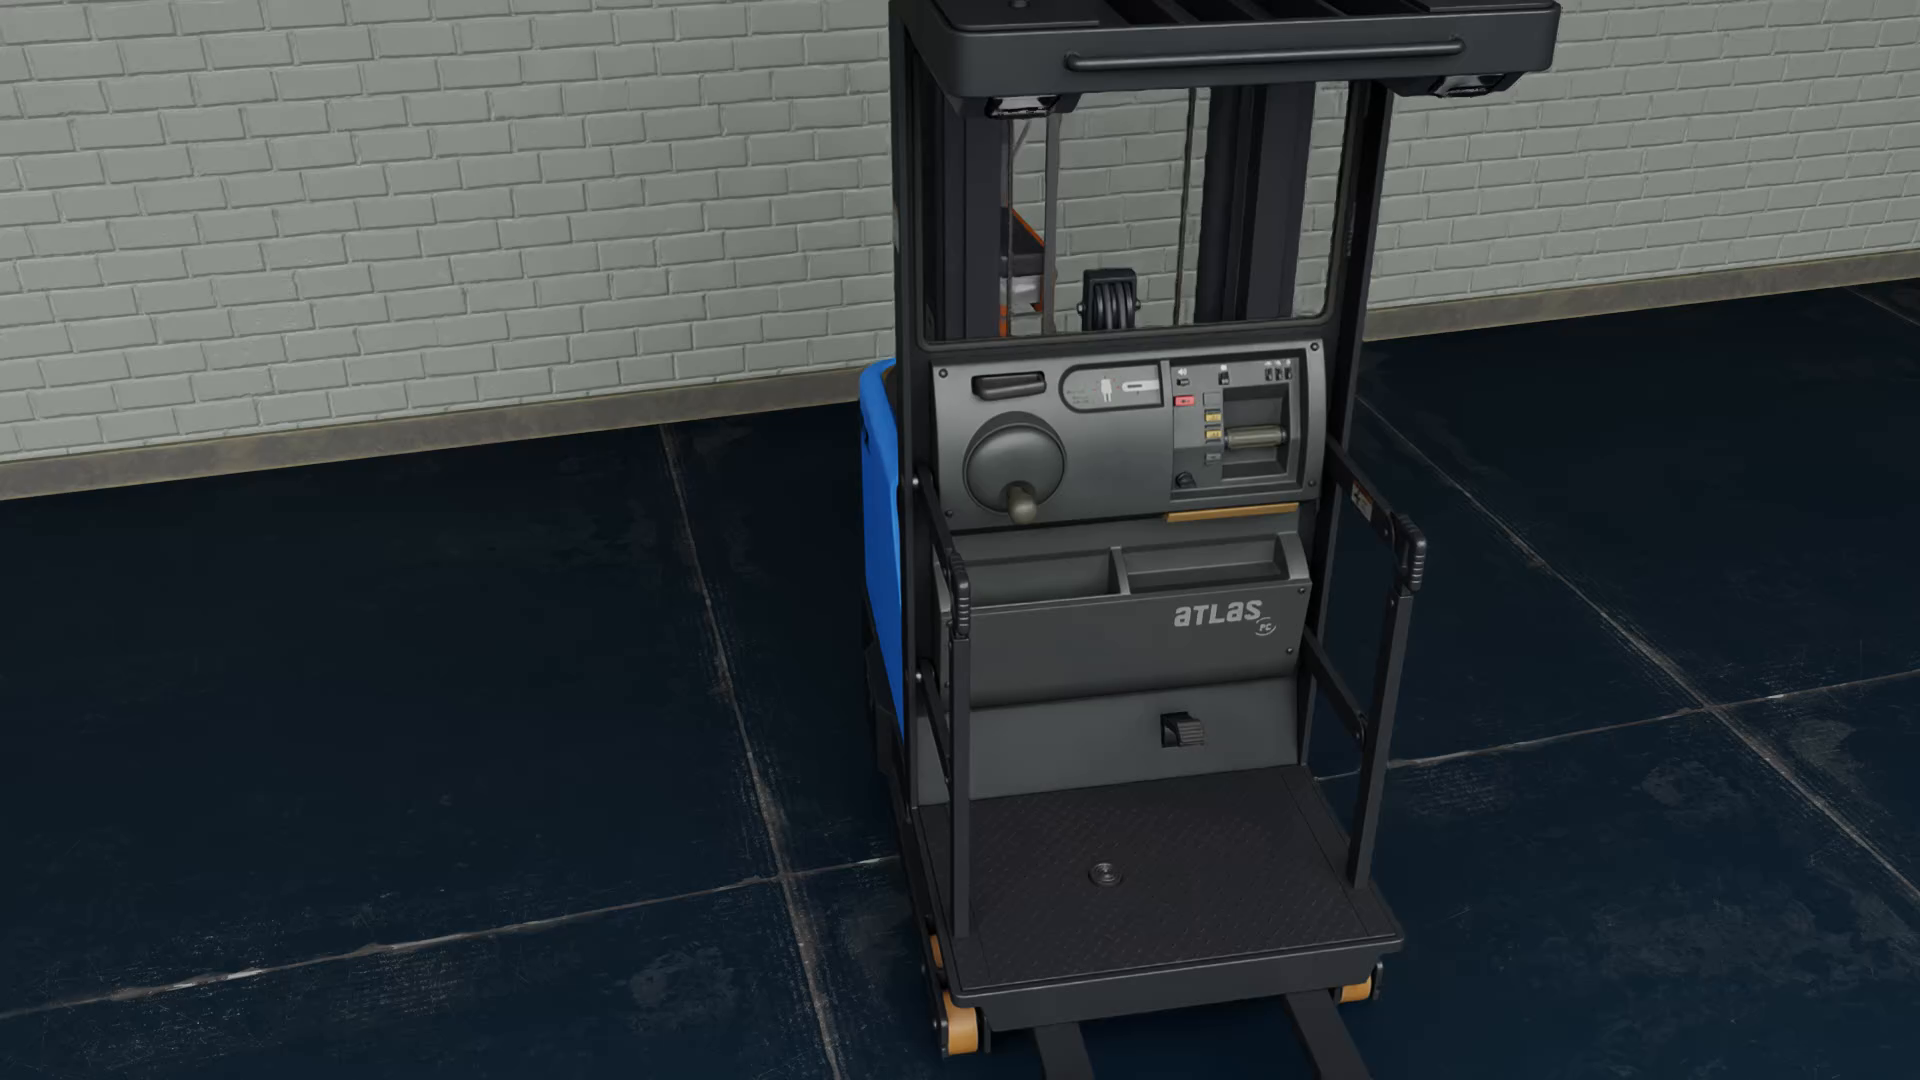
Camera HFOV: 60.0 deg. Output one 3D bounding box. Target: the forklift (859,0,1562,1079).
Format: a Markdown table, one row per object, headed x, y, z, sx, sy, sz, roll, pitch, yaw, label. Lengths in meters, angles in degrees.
| x | y | z | sx | sy | sz | roll | pitch | yaw | label |
| --- | --- | --- | --- | --- | --- | --- | --- | --- | --- |
| 0.439 | -0.207 | 3.682 | 1.130 | 2.935 | 3.031 | -5 | 30 | -9 | forklift |

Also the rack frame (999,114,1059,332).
| x | y | z | sx | sy | sz | roll | pitch | yaw | label |
| --- | --- | --- | --- | --- | --- | --- | --- | --- | --- |
| 0.109 | -0.711 | 5.382 | 0.400 | 2.100 | 0.015 | -8 | 31 | -13 | rack frame |

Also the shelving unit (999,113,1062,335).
| x | y | z | sx | sy | sz | roll | pitch | yaw | label |
| --- | --- | --- | --- | --- | --- | --- | --- | --- | --- |
| 0.044 | -0.829 | 5.586 | 0.431 | 2.100 | 0.503 | -8 | 31 | -13 | shelving unit |

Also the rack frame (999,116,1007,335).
| x | y | z | sx | sy | sz | roll | pitch | yaw | label |
| --- | --- | --- | --- | --- | --- | --- | --- | --- | --- |
| -0.021 | -0.947 | 5.789 | 0.400 | 2.100 | 0.015 | -8 | 31 | -13 | rack frame |

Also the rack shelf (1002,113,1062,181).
| x | y | z | sx | sy | sz | roll | pitch | yaw | label |
| --- | --- | --- | --- | --- | --- | --- | --- | --- | --- |
| 0.044 | -1.423 | 5.242 | 0.431 | 0.518 | 0.480 | -8 | 31 | -13 | rack shelf |

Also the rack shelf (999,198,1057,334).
| x | y | z | sx | sy | sz | roll | pitch | yaw | label |
| --- | --- | --- | --- | --- | --- | --- | --- | --- | --- |
| 0.044 | -0.817 | 5.593 | 0.431 | 0.518 | 0.480 | -8 | 31 | -13 | rack shelf |
